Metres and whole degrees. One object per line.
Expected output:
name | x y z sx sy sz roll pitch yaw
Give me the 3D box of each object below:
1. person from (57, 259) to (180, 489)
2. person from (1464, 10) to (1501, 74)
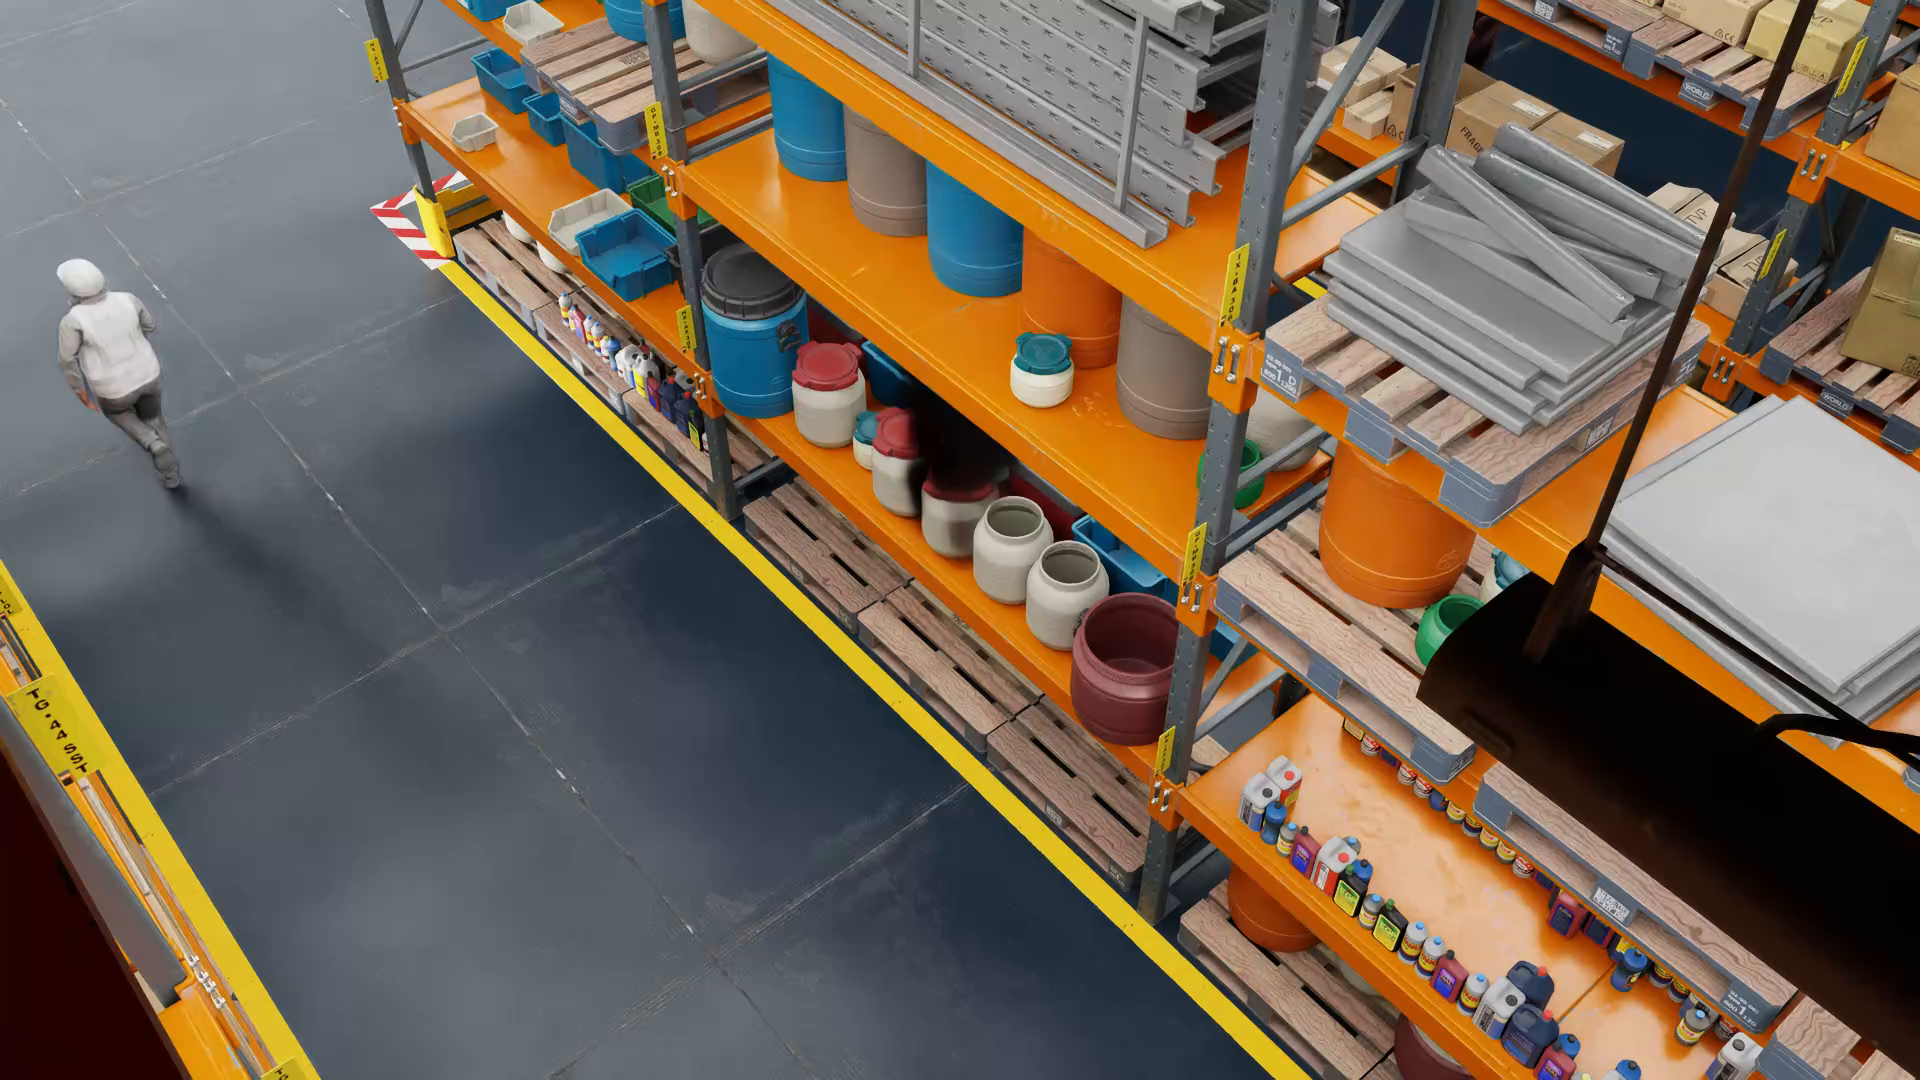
person | -5.491 -1.089 10.836 0.630 1.720 0.691 33 55 27
person | 4.255 -4.226 13.776 0.734 1.766 0.680 30 53 25
